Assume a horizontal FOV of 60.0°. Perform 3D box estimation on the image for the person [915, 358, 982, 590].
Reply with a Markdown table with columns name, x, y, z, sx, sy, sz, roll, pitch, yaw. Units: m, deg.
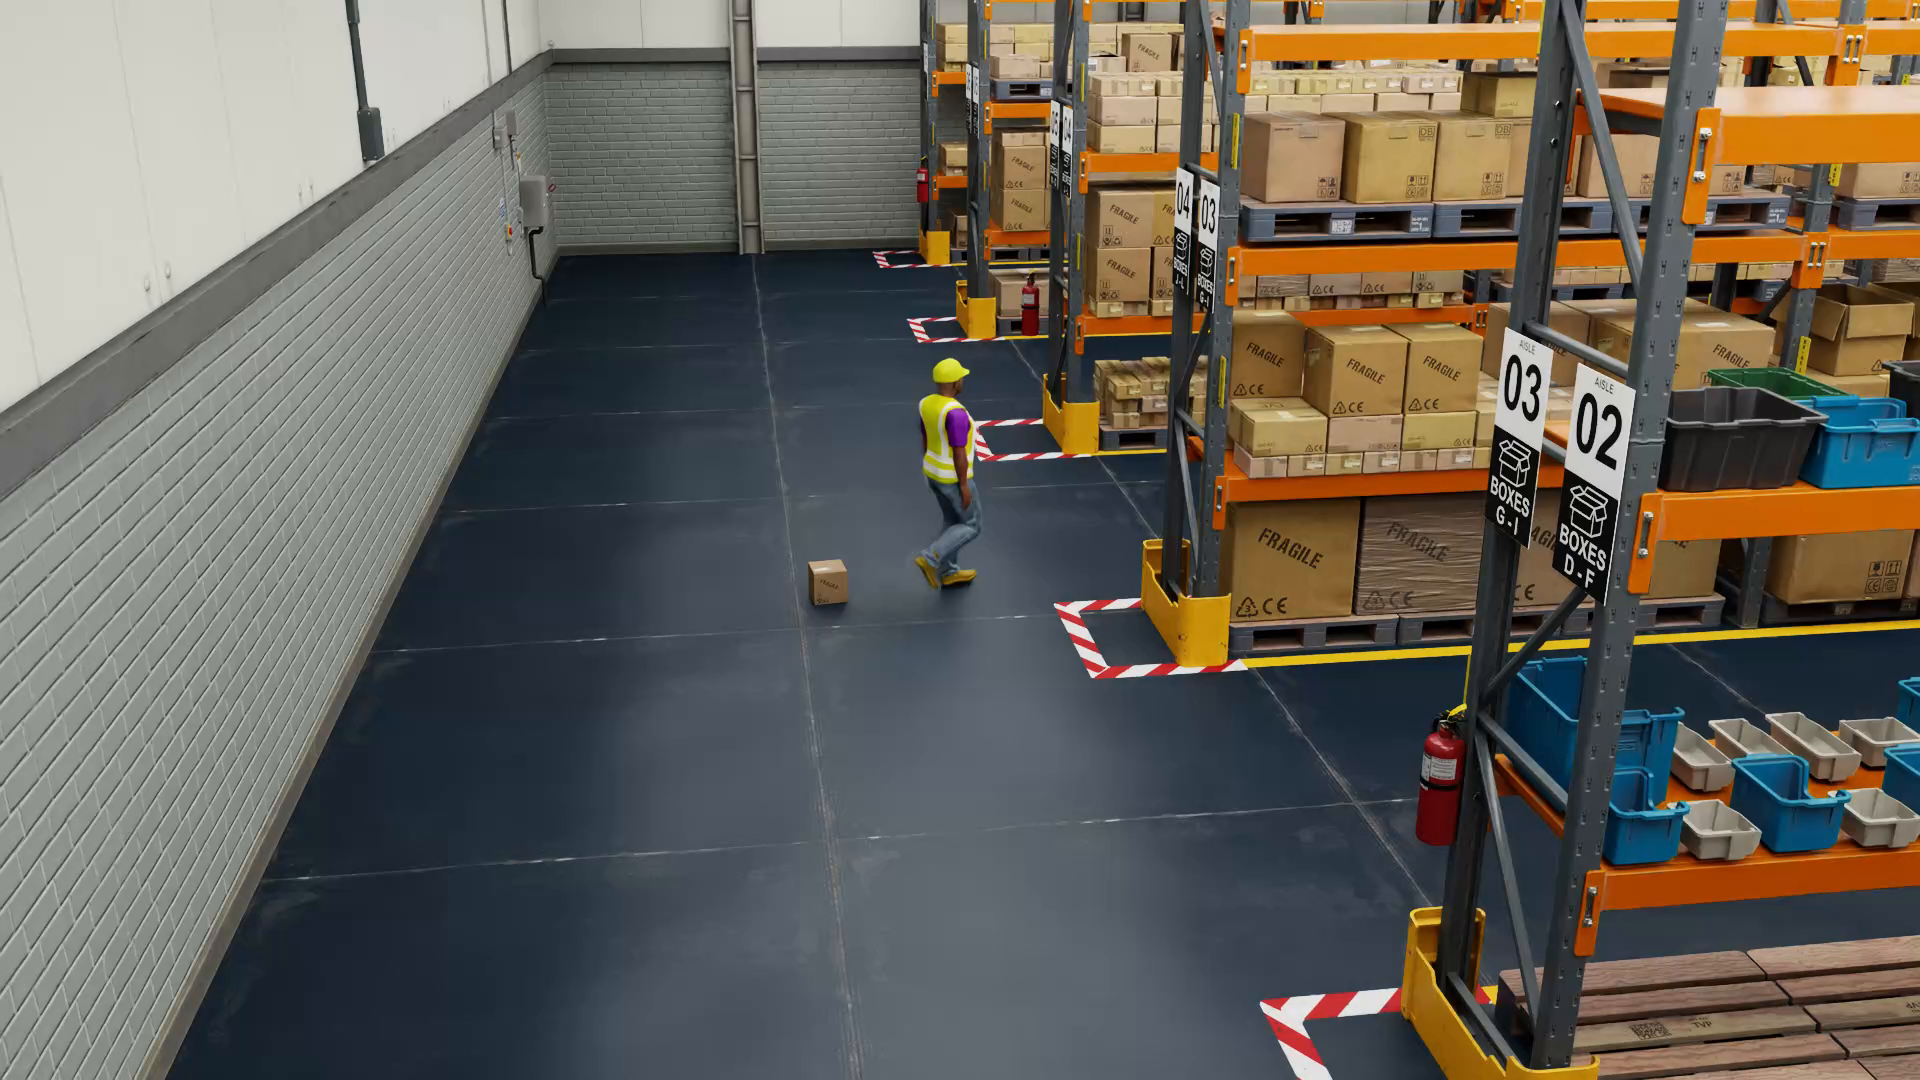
| name | x | y | z | sx | sy | sz | roll | pitch | yaw |
| --- | --- | --- | --- | --- | --- | --- | --- | --- | --- |
| person | -0.109 | -0.468 | 12.266 | 0.608 | 1.757 | 0.594 | -11 | 23 | -28 |
